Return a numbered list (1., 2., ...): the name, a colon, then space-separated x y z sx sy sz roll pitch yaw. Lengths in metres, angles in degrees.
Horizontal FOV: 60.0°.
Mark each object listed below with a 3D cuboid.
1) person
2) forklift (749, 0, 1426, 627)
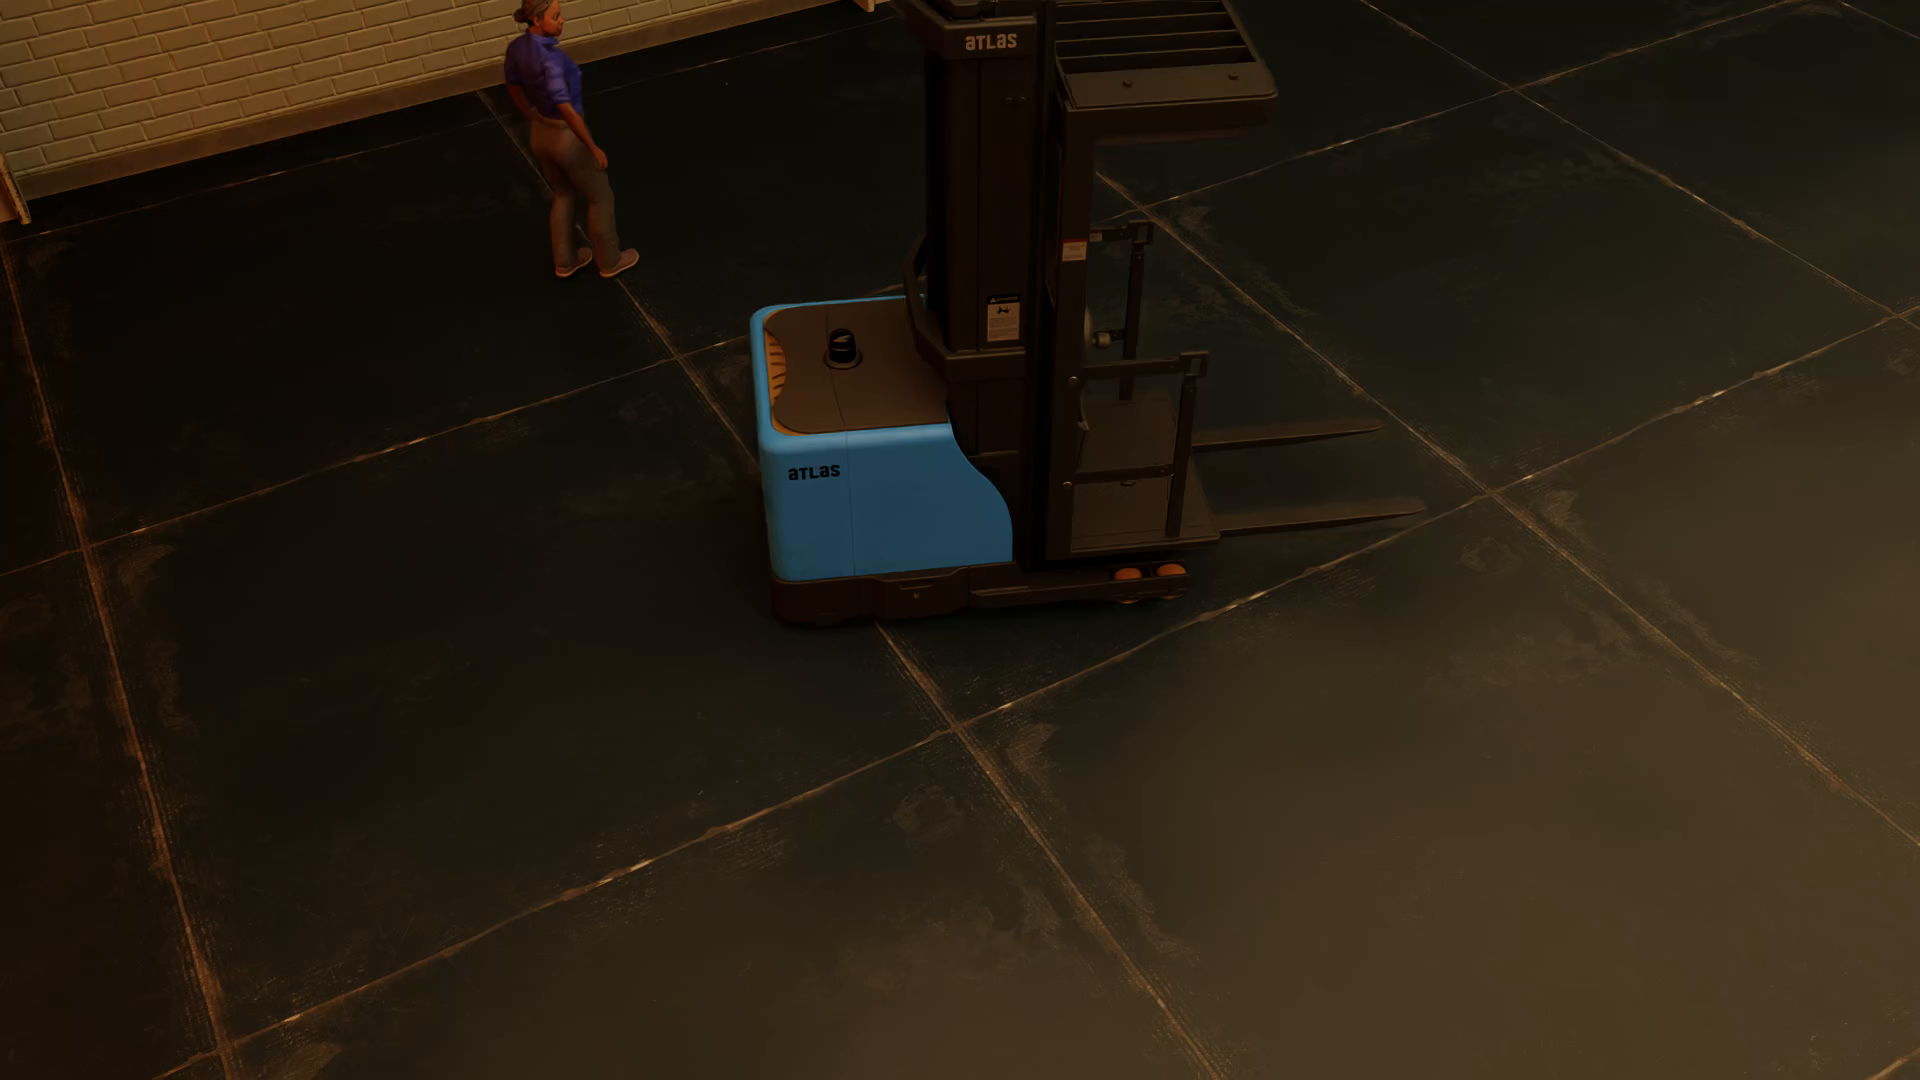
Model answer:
1. person: -2.102 -2.183 8.997 0.637 1.650 0.444 27 49 26
2. forklift: 0.608 -1.140 6.927 3.031 2.935 1.130 -5 43 -6
